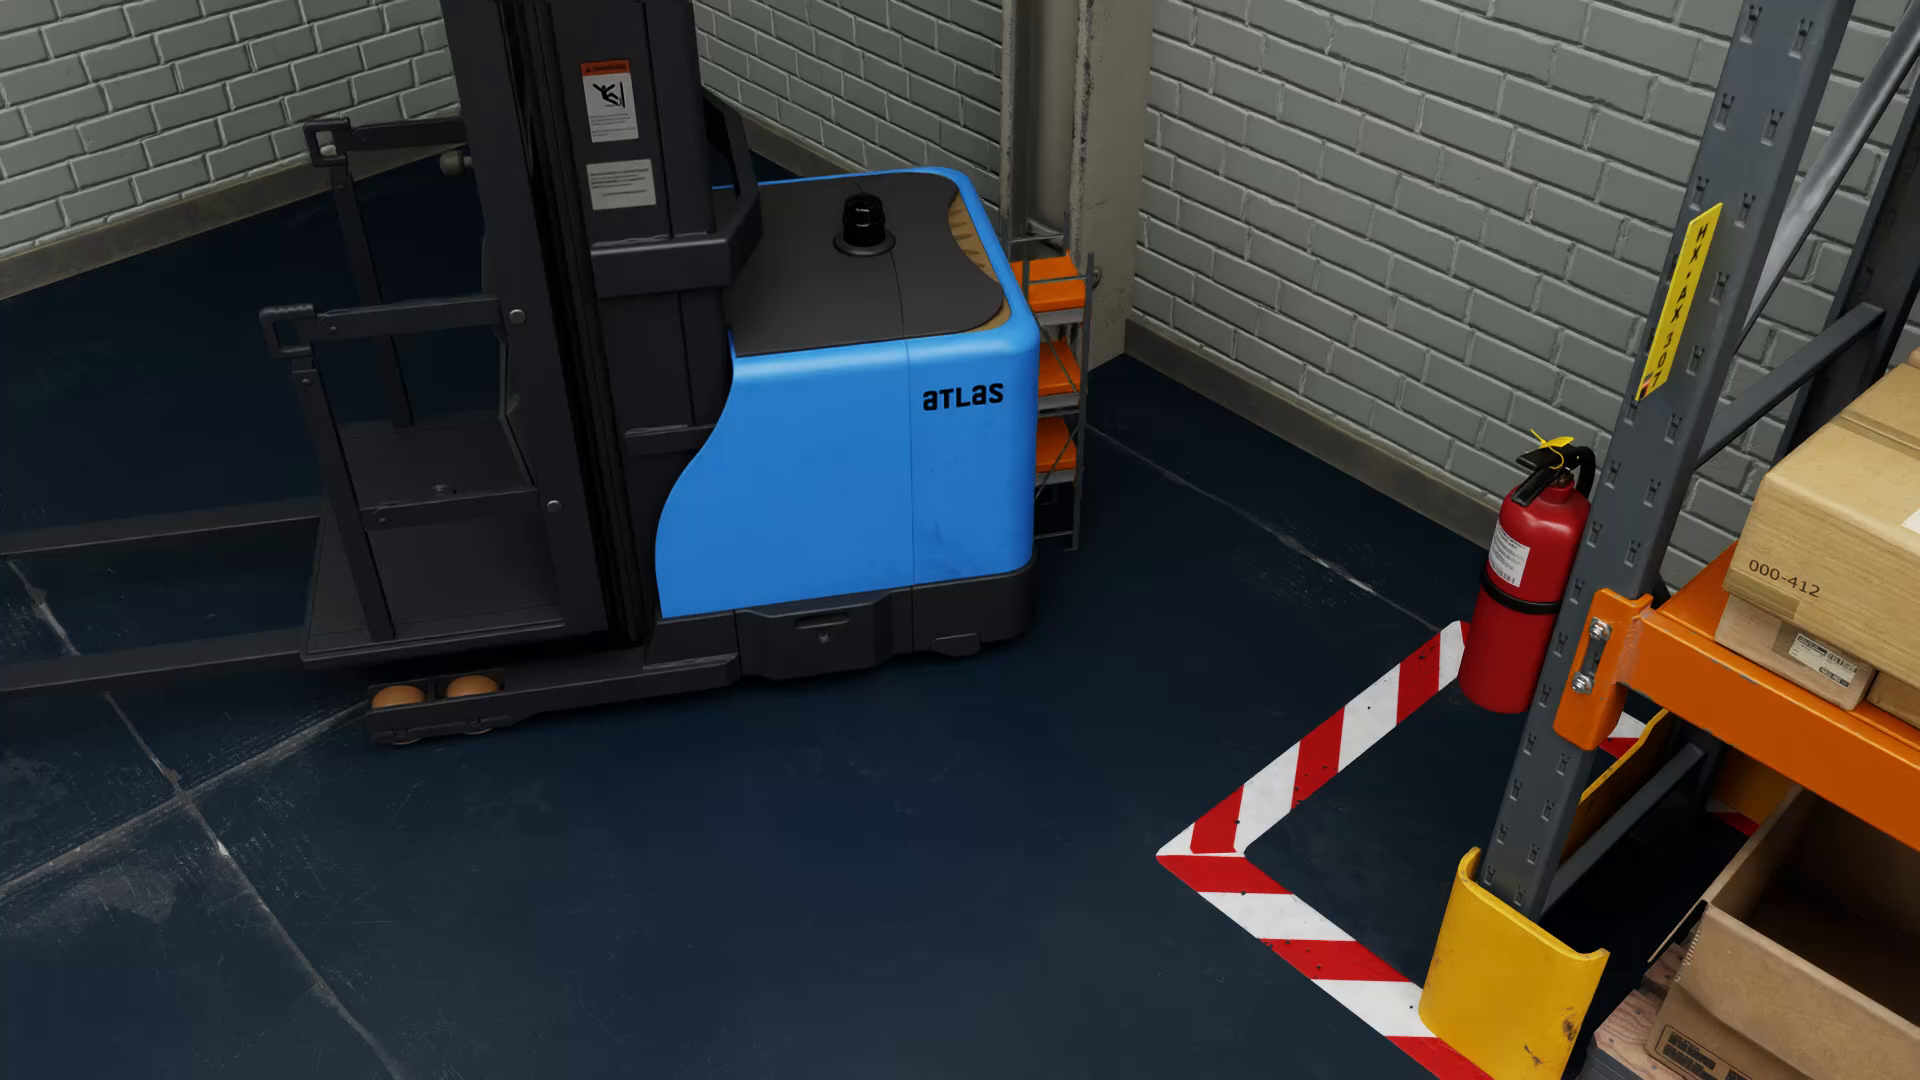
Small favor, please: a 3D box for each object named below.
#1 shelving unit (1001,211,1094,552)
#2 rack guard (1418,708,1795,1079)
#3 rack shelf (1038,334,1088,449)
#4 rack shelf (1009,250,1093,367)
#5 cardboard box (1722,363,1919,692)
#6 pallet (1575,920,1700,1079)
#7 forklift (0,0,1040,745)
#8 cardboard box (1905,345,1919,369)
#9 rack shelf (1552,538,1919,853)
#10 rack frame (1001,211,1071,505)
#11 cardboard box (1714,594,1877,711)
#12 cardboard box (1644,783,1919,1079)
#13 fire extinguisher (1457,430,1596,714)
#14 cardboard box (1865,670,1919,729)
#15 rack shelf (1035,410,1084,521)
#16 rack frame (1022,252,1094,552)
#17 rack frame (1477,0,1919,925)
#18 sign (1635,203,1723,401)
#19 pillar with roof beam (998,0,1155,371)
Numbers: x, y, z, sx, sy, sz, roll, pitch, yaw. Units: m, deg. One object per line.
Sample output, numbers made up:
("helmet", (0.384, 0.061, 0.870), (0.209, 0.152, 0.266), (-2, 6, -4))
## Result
("shelving unit", (0.243, -0.440, 4.960), (0.215, 1.050, 0.252), (-8, 40, -10))
("rack guard", (1.590, 0.741, 3.935), (1.175, 0.500, 0.348), (-30, 48, -32))
("rack shelf", (0.243, -0.432, 4.966), (0.215, 0.259, 0.240), (-8, 40, -10))
("rack shelf", (0.243, -0.653, 4.788), (0.215, 0.259, 0.240), (-8, 40, -10))
("cardboard box", (1.647, 0.000, 2.745), (0.500, 0.250, 0.500), (-30, 47, -32))
("pallet", (2.130, 1.222, 3.570), (1.003, 0.211, 1.213), (-30, 48, -32))
("forklift", (-1.351, -0.943, 4.085), (3.031, 2.935, 1.130), (-7, 40, -9))
("cardboard box", (2.045, -0.224, 3.023), (0.500, 0.250, 0.500), (-29, 47, -31))
("rack shelf", (2.891, 0.938, 2.273), (1.077, 0.370, 4.000), (-30, 48, -32))
("rack frame", (0.217, -0.515, 5.052), (0.200, 1.050, 0.008), (-8, 40, -10))
("cardboard box", (1.559, 0.099, 2.940), (0.380, 0.149, 0.250), (-30, 48, -32))
("cardboard box", (1.883, 0.864, 3.445), (0.797, 0.503, 0.637), (-32, 49, -33))
("fire extinguisher", (1.099, 0.036, 3.176), (0.296, 0.674, 0.183), (-30, 48, -32))
("cardboard box", (1.765, 0.197, 2.818), (0.380, 0.149, 0.250), (-29, 47, -31))
("rack shelf", (0.244, -0.216, 5.141), (0.215, 0.259, 0.240), (-8, 40, -10))
("rack frame", (0.270, -0.366, 4.867), (0.200, 1.050, 0.008), (-8, 40, -10))
("rack frame", (1.539, -0.267, 3.193), (1.000, 3.000, 0.127), (-30, 48, -32))
("sign", (1.139, -0.373, 2.636), (0.100, 0.325, 0.005), (-30, 48, -32))
("pillar with roof beam", (-2.792, -2.402, 1.063), (9.100, 9.000, 0.400), (-30, 48, -32))
